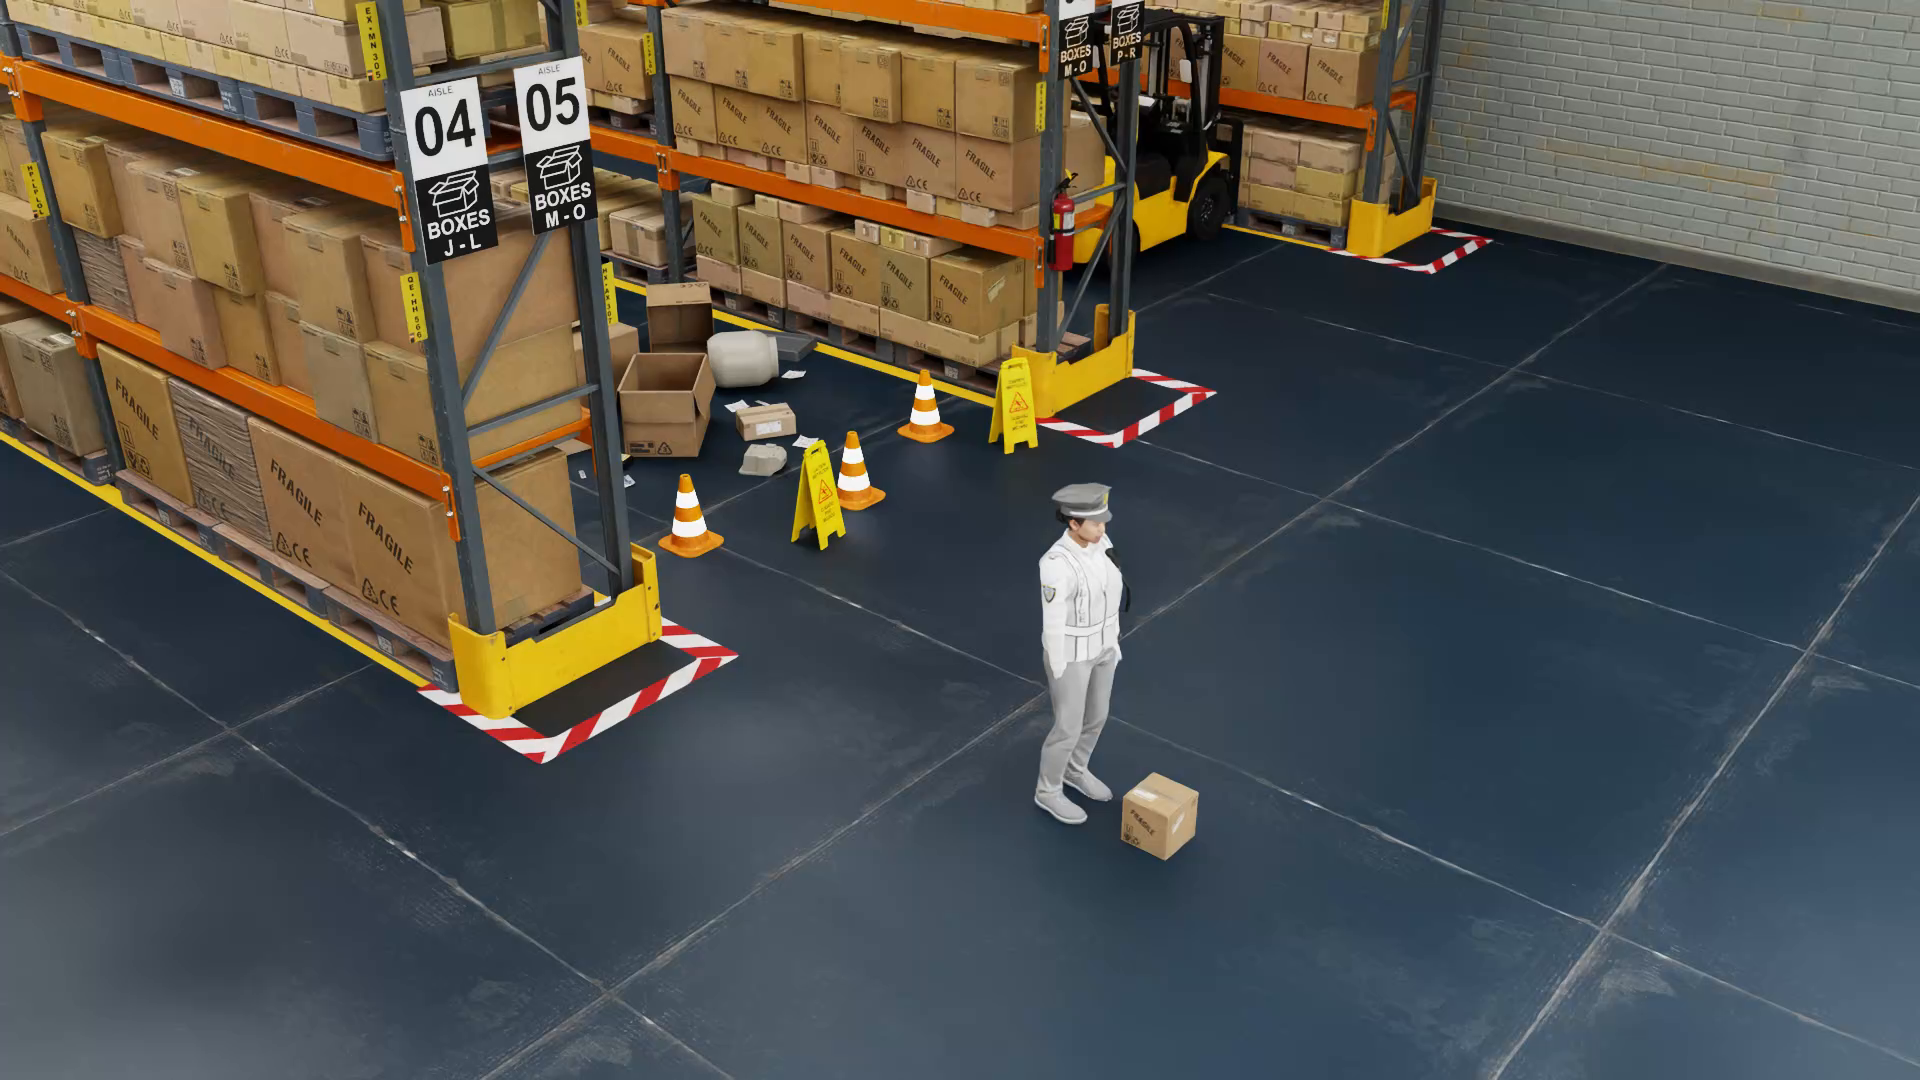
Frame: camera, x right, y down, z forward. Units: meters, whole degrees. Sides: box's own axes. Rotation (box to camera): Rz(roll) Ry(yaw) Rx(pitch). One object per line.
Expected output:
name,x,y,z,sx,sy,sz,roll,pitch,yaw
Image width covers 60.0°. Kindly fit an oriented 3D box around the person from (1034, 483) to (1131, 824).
person,0.561,0.520,7.635,0.329,1.680,0.449,22,35,35
